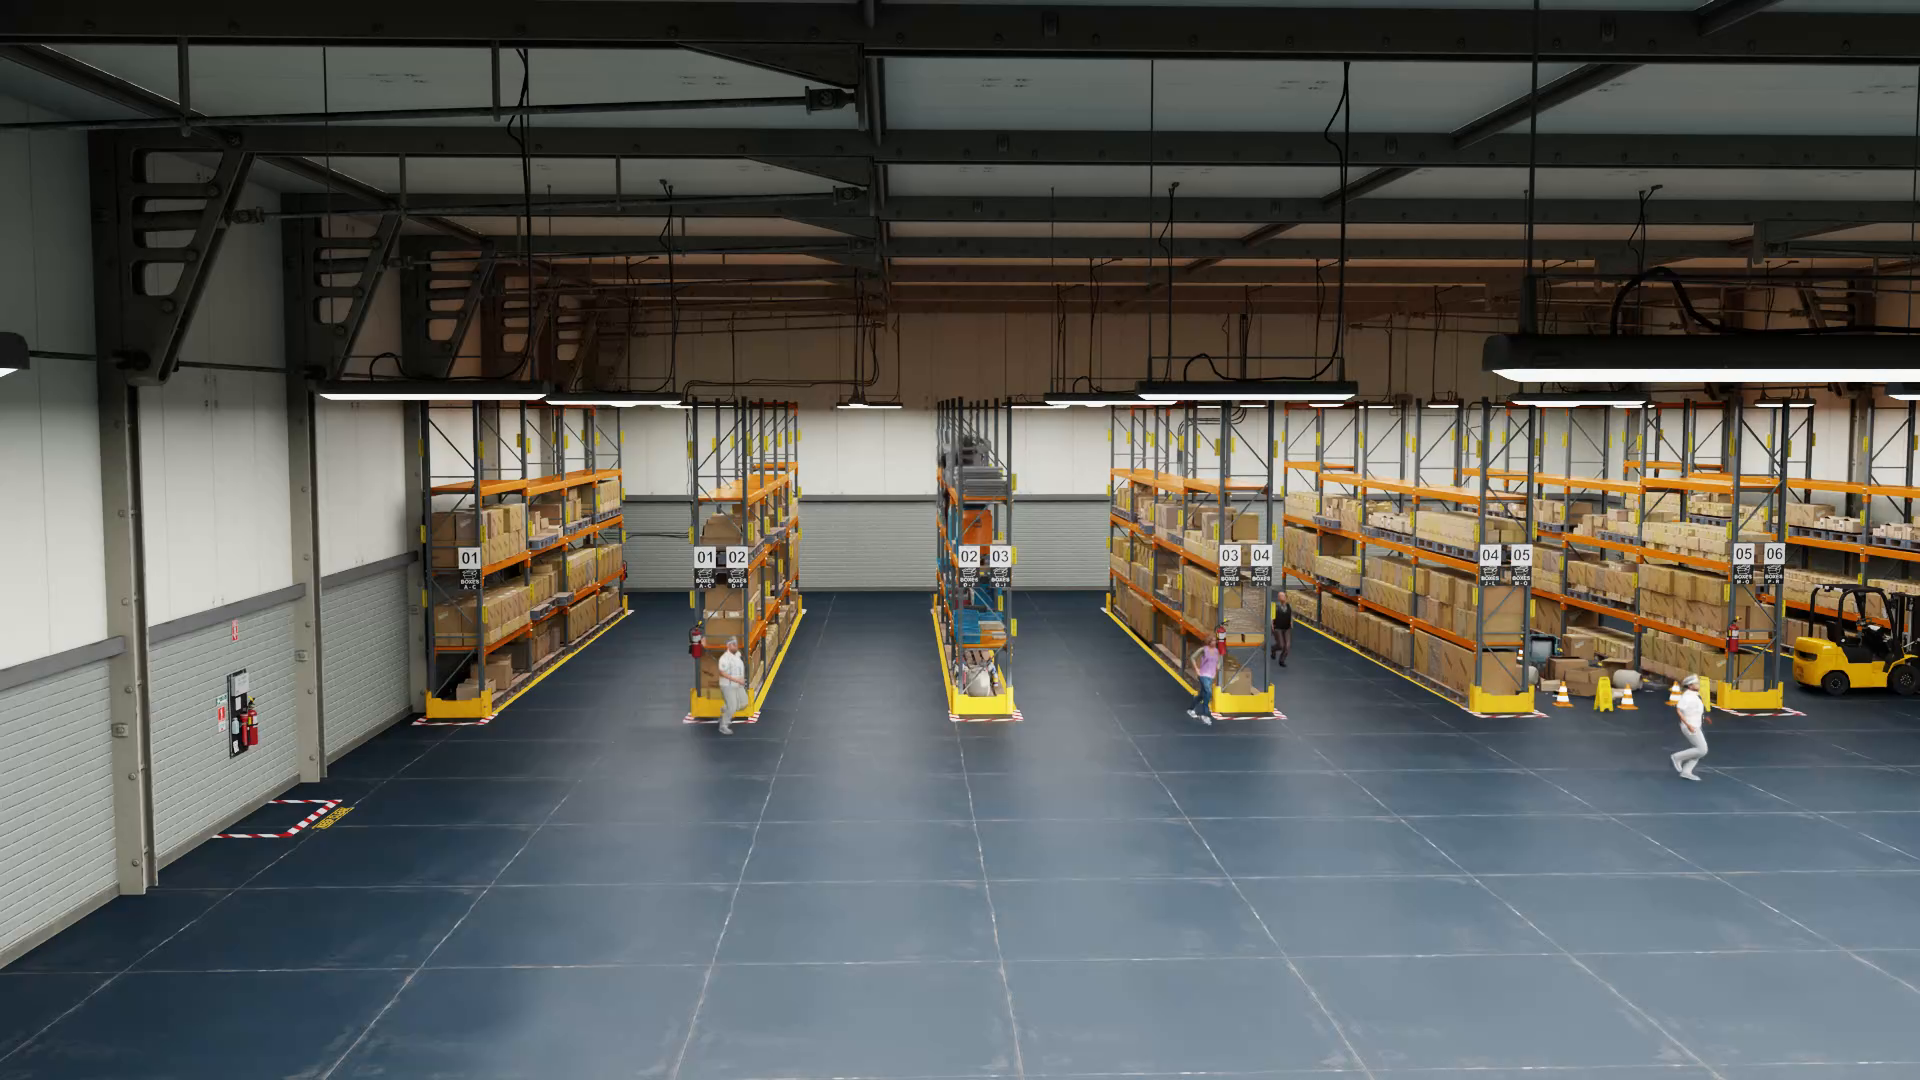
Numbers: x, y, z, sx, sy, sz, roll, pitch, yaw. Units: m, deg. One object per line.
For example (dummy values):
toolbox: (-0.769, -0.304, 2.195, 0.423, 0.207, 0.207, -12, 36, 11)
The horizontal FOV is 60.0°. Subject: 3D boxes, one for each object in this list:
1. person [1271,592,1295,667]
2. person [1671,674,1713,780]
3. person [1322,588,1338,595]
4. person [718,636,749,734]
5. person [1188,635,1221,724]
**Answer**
person: (7.229, 2.004, 37.411, 0.665, 1.680, 0.583, -1, 5, -13)
person: (11.403, 2.912, 25.889, 0.555, 1.649, 0.574, 3, 5, 33)
person: (10.781, 1.161, 48.881, 0.660, 1.622, 0.751, 4, 6, 44)
person: (-4.037, 2.575, 29.663, 0.658, 1.744, 0.698, 2, 5, 29)
person: (4.562, 2.531, 30.820, 0.522, 1.515, 0.672, -3, 6, -38)
